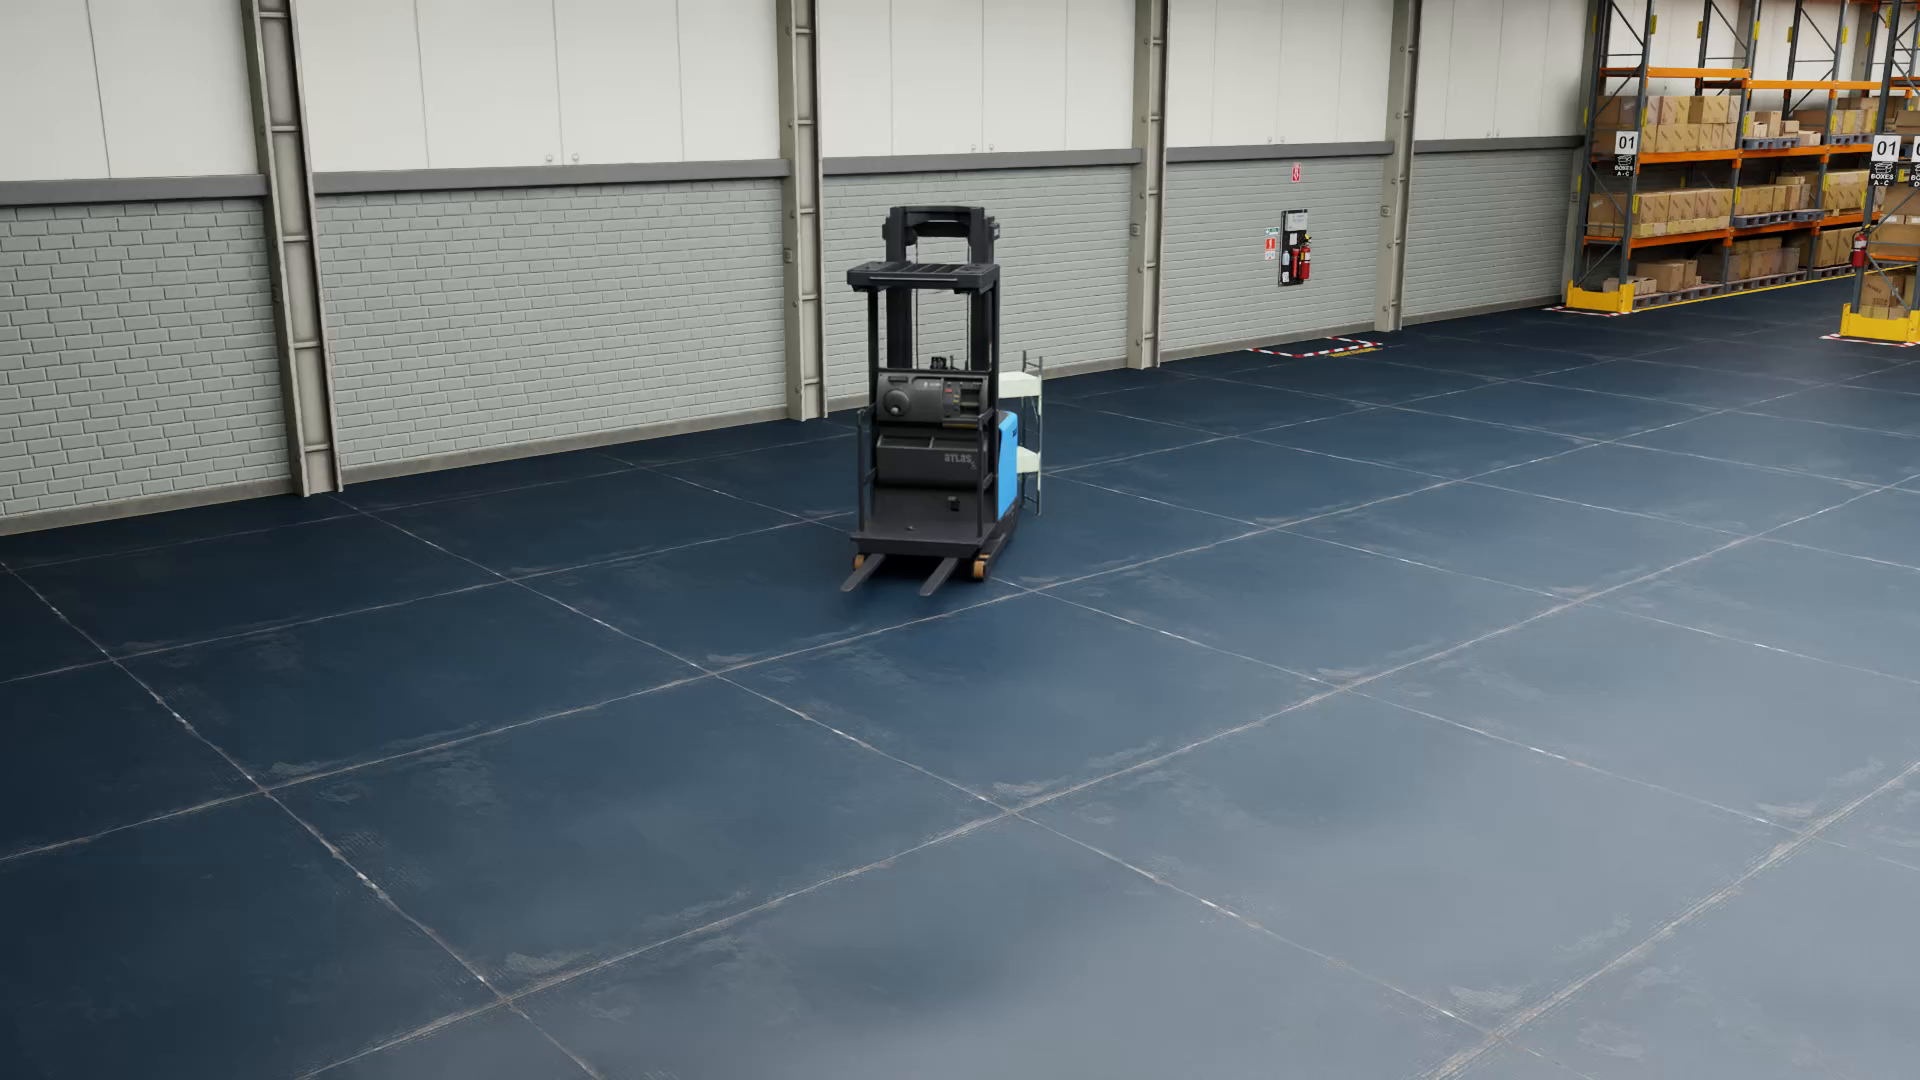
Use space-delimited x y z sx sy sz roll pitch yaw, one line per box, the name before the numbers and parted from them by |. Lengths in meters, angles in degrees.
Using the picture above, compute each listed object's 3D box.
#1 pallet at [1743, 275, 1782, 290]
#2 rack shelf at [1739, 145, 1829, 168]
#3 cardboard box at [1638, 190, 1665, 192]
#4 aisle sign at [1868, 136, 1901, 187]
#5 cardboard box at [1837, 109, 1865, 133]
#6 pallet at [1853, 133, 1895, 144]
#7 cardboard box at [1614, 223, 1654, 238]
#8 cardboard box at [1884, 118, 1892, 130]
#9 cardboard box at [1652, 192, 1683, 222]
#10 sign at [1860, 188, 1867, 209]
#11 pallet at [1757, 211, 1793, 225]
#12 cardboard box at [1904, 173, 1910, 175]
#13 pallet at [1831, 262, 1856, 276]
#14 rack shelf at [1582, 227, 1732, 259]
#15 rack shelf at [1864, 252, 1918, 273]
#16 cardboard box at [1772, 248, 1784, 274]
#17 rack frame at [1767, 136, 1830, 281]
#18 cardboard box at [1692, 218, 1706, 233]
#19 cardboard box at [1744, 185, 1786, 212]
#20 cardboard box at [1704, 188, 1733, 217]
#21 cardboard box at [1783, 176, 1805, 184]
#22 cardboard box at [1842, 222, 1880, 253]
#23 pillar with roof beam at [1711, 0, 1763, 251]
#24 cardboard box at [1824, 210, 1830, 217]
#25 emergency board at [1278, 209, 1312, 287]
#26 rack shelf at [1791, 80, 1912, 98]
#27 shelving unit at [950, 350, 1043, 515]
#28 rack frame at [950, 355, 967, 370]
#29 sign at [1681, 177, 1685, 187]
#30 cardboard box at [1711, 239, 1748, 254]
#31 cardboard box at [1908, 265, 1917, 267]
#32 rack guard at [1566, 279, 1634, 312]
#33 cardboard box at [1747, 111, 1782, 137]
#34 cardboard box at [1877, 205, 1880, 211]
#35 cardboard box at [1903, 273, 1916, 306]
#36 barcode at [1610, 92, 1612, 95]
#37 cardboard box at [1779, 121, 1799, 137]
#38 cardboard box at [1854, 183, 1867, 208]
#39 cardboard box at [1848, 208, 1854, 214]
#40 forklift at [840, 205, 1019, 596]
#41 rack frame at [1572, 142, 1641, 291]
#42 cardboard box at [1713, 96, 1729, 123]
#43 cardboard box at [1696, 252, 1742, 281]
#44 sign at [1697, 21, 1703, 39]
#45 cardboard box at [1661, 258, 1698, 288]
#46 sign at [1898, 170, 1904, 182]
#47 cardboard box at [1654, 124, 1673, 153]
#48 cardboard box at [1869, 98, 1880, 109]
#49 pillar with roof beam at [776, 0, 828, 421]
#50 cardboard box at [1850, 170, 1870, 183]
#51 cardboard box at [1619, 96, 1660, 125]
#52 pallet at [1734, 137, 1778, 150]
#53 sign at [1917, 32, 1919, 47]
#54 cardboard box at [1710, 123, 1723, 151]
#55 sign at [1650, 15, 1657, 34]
pallet | 16.275 -5.383 34.494 1.213 0.211 1.003 -13 19 -39
rack shelf | 16.277 -7.831 33.835 4.000 0.370 1.077 -13 19 -39
cardboard box | 13.120 -6.391 31.661 0.500 0.500 0.500 -12 19 -39
aisle sign | 14.763 -6.051 26.553 0.004 0.787 0.394 -13 19 -39
cardboard box | 19.270 -9.149 36.329 0.500 0.500 0.700 -13 20 -39
pallet | 20.144 -8.937 36.955 1.217 0.209 0.805 -14 20 -42
cardboard box | 12.327 -5.671 30.419 0.500 0.250 0.500 -13 20 -41
cardboard box | 21.165 -9.535 38.105 0.500 0.250 0.500 -12 19 -39
cardboard box | 13.081 -6.203 30.958 0.500 0.500 0.500 -13 20 -41
sign | 14.659 -5.531 26.941 0.005 0.325 0.100 -13 19 -39
pallet | 16.319 -6.632 34.138 1.213 0.211 1.003 -13 19 -39
cardboard box | 22.901 -8.354 39.633 0.700 0.700 0.980 -13 20 -40
pallet | 19.350 -6.045 36.973 1.213 0.211 1.003 -13 19 -39
rack shelf | 13.259 -5.704 31.686 4.000 0.370 1.077 -13 19 -39
rack shelf | 16.514 -4.740 28.078 4.000 0.370 1.077 -13 19 -39
cardboard box | 16.812 -5.876 34.927 0.500 0.500 0.700 -13 20 -39
rack frame | 17.785 -7.068 35.398 0.127 3.000 1.000 -13 19 -39
cardboard box | 13.859 -6.017 31.717 0.500 0.250 0.500 -13 20 -40
cardboard box | 16.512 -7.032 34.217 0.500 0.500 0.700 -13 19 -39
cardboard box | 14.614 -6.550 32.256 0.500 0.500 0.500 -13 20 -39
cardboard box | 17.545 -7.578 35.004 0.380 0.149 0.250 13 20 40
cardboard box | 20.398 -6.774 37.651 0.750 0.750 0.750 -12 19 -39
pillar with roof beam | 19.063 -9.076 31.292 0.400 9.000 9.100 -13 19 -39
cardboard box | 18.382 -7.008 35.621 0.250 0.149 0.380 -12 19 -39
emergency board | 5.295 -4.572 26.054 0.643 1.169 0.194 -13 19 -39
rack shelf | 19.294 -9.764 36.037 4.000 0.370 1.077 -13 19 -39
shelving unit | 0.335 -0.971 15.480 0.755 1.500 0.431 -6 16 -21
rack frame | -0.004 -0.936 15.348 0.023 1.500 0.400 -6 16 -21
sign | 14.401 -7.057 33.114 0.005 0.325 0.100 -13 19 -39
cardboard box | 15.642 -5.961 33.791 0.500 0.250 0.500 -13 20 -41
cardboard box | 16.713 -4.476 28.757 0.500 0.500 0.500 -13 19 -39
rack guard | 11.808 -4.518 30.695 0.348 0.500 1.175 -13 19 -39
cardboard box | 16.163 -8.377 33.478 0.500 0.500 0.500 -14 20 -41
cardboard box | 20.334 -7.439 37.235 0.250 0.149 0.380 -12 19 -38
cardboard box | 15.932 -4.118 27.417 0.500 0.500 0.500 -13 19 -39
barcode | 11.958 -8.201 30.533 0.075 0.075 0.001 -13 19 -39
cardboard box | 16.747 -8.375 34.241 0.637 0.503 0.797 -9 18 -32
cardboard box | 19.484 -7.563 36.441 0.500 0.500 0.500 -12 19 -38
cardboard box | 19.336 -7.229 36.449 0.250 0.149 0.380 -13 19 -39
forklift | -0.268 -1.188 13.516 1.130 2.935 3.031 3 15 11
rack frame | 11.750 -5.713 30.325 0.127 3.000 1.000 -13 19 -39
cardboard box | 14.159 -8.148 31.457 0.500 0.500 0.500 -11 19 -36
cardboard box | 15.312 -5.523 33.606 0.500 0.500 0.700 -12 19 -38
sign | 14.399 -9.924 32.347 0.005 0.325 0.100 -13 19 -39
cardboard box | 14.011 -5.212 32.440 0.500 0.500 0.500 14 21 43
sign | 21.167 -8.163 37.406 0.005 0.325 0.100 -13 19 -39
cardboard box | 12.595 -7.312 30.266 0.500 0.500 0.500 -11 19 -36
cardboard box | 20.053 -9.694 36.919 0.500 0.250 0.500 -11 18 -35
pillar with roof beam | 0.958 -5.011 16.071 0.400 9.000 9.100 -13 19 -39
cardboard box | 19.842 -8.009 36.661 0.500 0.250 0.500 -12 19 -38
cardboard box | 12.200 -7.721 29.860 0.500 0.500 0.500 14 21 43
pallet | 15.304 -7.833 32.812 1.003 0.211 1.213 -13 19 -39
sign | 21.168 -11.030 36.642 0.005 0.325 0.100 -13 19 -39
cardboard box | 14.159 -7.681 31.647 0.500 0.500 0.500 14 20 42
sign | 12.106 -8.995 29.024 0.005 0.325 0.100 -13 19 -39
